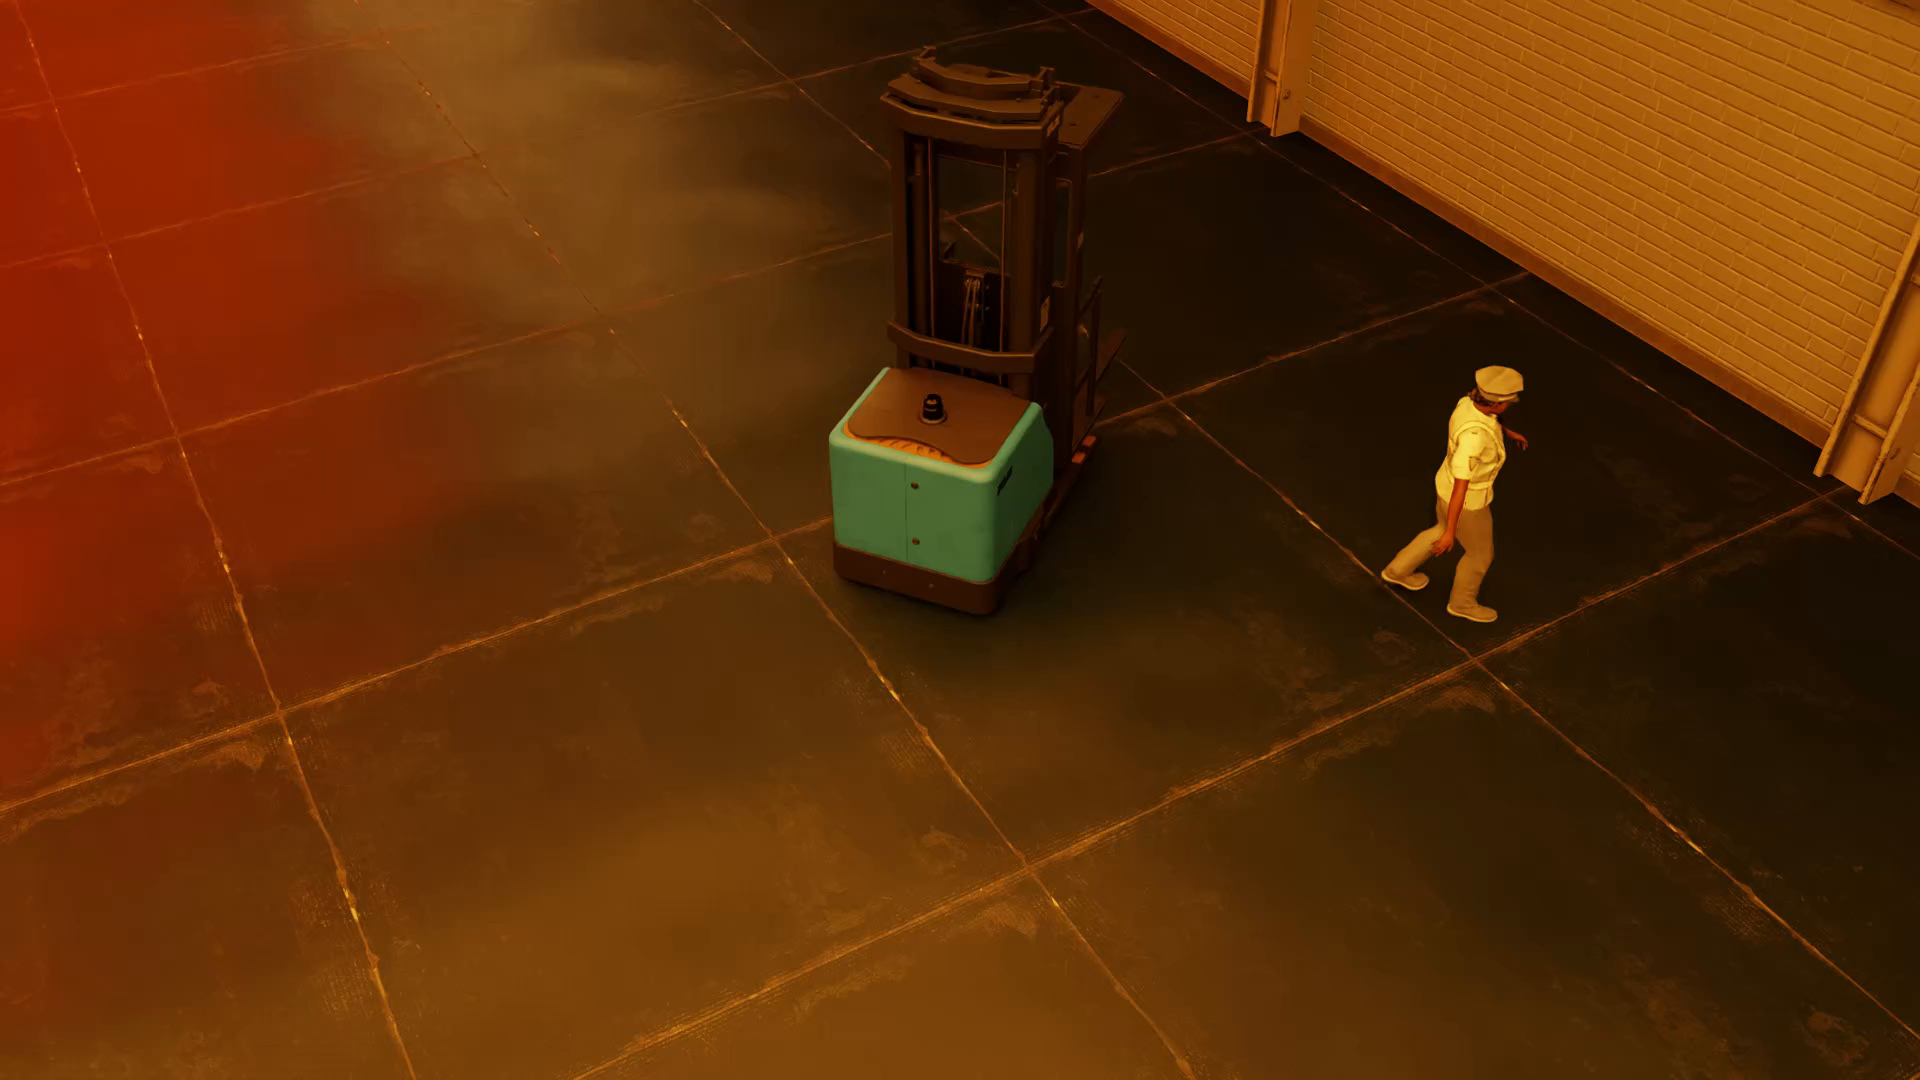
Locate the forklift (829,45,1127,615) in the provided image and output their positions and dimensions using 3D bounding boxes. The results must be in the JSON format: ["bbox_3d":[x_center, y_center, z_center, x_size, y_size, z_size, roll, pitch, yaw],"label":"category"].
[{"bbox_3d":[0.280,-1.635,10.008,1.130,2.935,3.031,15,42,17],"label":"forklift"}]

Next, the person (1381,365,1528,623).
[{"bbox_3d":[2.855,-0.236,9.344,0.722,1.645,0.850,5,40,6],"label":"person"}]
